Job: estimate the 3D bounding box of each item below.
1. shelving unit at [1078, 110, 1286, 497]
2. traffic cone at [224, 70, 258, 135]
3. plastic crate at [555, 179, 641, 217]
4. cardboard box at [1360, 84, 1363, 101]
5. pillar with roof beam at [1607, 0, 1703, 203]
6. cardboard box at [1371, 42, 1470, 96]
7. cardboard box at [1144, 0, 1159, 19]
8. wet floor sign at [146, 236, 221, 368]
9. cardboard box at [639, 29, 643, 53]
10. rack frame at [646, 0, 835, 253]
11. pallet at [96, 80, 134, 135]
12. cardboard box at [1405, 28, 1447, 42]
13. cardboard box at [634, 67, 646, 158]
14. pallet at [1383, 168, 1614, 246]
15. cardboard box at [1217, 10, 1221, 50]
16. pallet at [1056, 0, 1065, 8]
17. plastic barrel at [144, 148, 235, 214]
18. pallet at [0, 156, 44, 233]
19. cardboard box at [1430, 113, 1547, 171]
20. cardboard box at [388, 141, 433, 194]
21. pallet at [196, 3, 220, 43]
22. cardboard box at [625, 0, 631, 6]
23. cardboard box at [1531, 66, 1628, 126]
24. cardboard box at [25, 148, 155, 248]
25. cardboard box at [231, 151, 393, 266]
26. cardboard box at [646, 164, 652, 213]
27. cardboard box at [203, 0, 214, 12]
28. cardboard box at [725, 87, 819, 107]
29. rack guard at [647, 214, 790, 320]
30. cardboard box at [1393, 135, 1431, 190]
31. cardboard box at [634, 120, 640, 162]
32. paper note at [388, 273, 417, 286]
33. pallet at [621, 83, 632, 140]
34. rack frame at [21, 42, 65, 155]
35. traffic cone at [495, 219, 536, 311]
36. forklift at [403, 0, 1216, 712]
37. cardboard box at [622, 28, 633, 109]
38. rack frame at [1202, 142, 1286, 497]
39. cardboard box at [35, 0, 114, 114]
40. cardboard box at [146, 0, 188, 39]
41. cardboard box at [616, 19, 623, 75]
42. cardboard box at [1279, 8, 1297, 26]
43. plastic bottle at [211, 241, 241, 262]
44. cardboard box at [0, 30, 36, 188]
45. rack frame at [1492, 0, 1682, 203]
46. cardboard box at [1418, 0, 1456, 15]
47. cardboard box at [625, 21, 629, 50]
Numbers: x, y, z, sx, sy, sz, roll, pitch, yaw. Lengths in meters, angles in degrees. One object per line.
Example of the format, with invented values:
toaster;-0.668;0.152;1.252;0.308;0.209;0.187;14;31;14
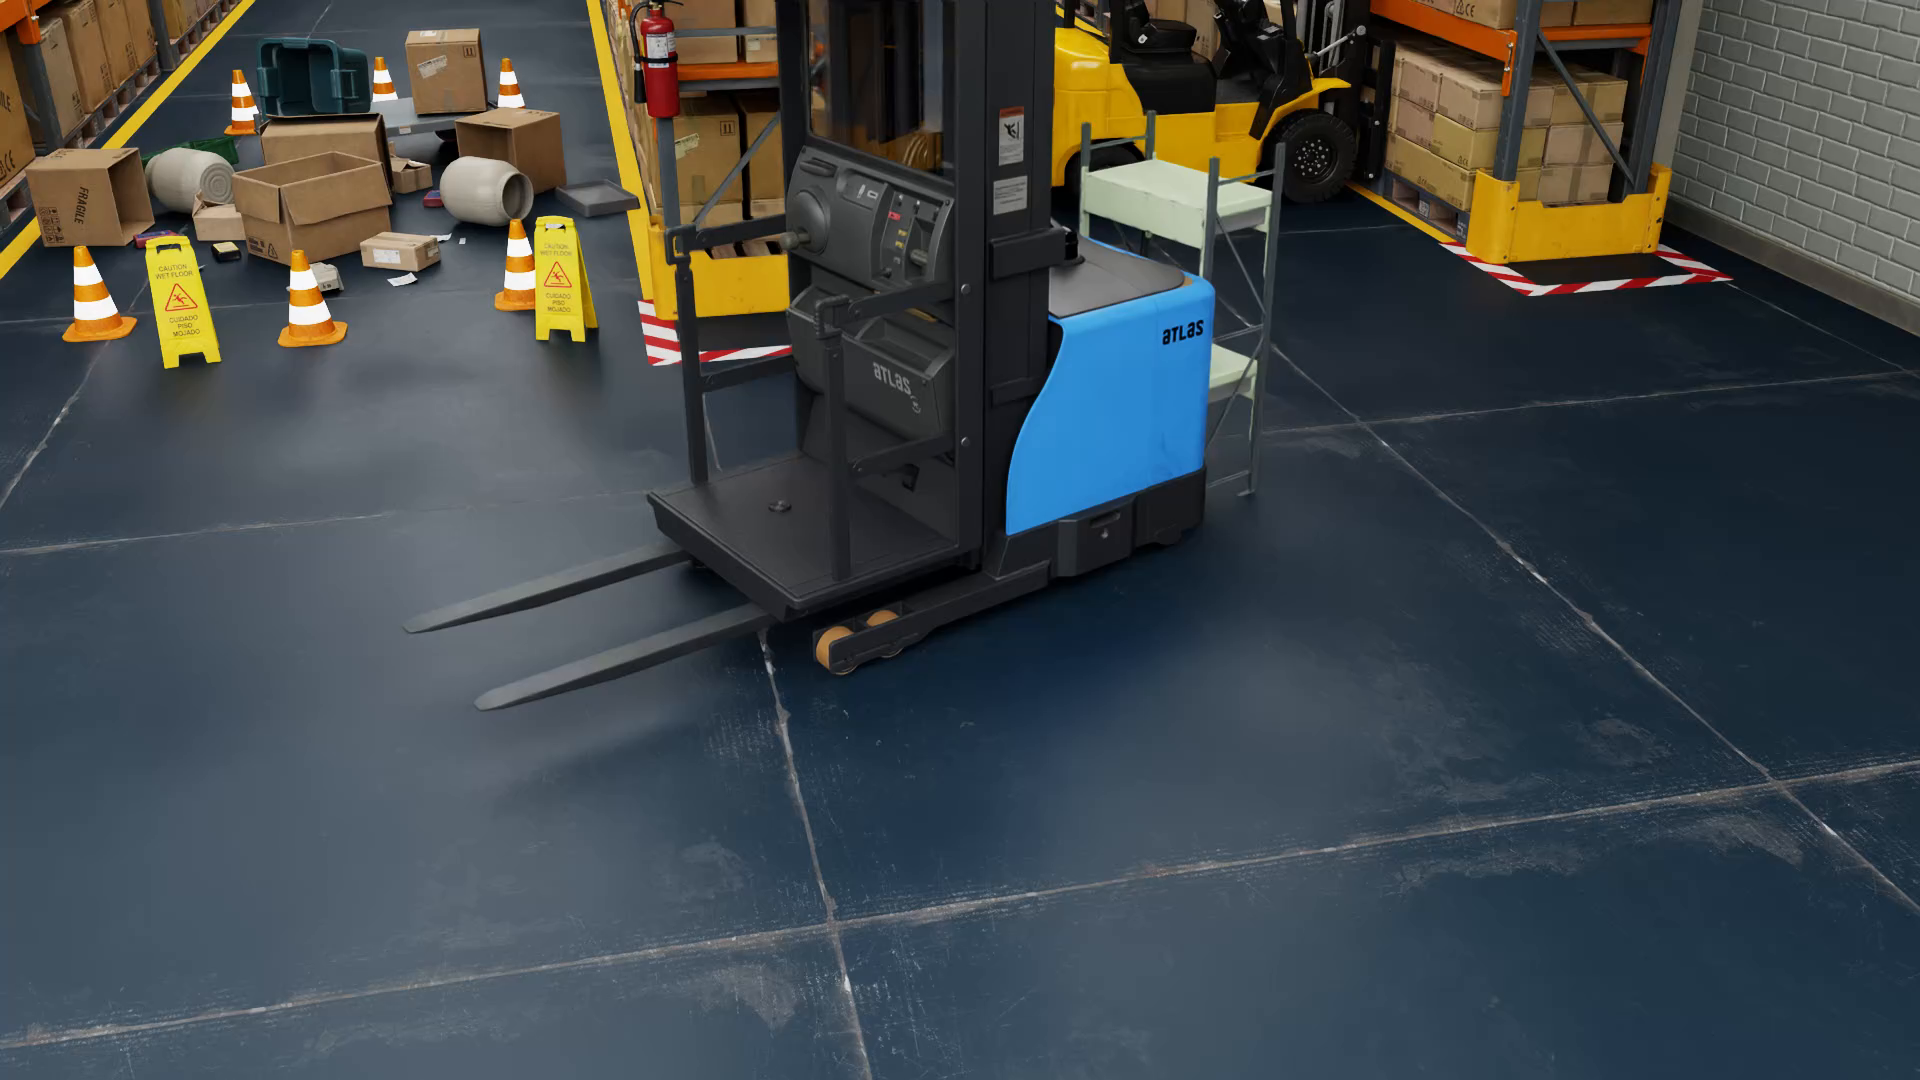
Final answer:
shelving unit;0.885;-0.957;6.982;0.431;1.500;0.755;-19;32;-33
traffic cone;-5.645;-3.461;13.093;0.336;0.463;0.334;-6;27;-12
plastic crate;-2.459;-2.322;11.262;0.402;0.080;0.583;-16;31;-29
cardboard box;2.960;-3.179;11.749;0.500;0.250;0.500;-6;27;-12
pillar with roof beam;0.250;-5.786;8.226;9.100;9.000;0.400;-6;27;-12
cardboard box;3.071;-3.169;11.175;0.500;0.250;0.500;-6;27;-11
cardboard box;2.202;-5.226;15.944;0.875;0.625;0.625;-5;27;-10
wet floor sign;-3.977;-1.232;8.475;0.267;0.644;0.232;-11;29;-20
cardboard box;-1.570;-2.772;9.192;0.380;0.149;0.250;-6;27;-12
rack frame;-1.112;-2.642;8.656;1.000;3.000;0.127;-6;27;-12
pallet;-7.340;-3.474;13.398;1.003;0.211;1.213;-6;27;-12
cardboard box;3.472;-3.450;11.731;0.500;0.250;0.500;-6;27;-13
cardboard box;-1.775;-2.713;10.549;0.500;0.500;0.500;-7;28;-13
pallet;3.510;-2.234;10.942;1.003;0.211;1.213;-6;27;-12
cardboard box;2.693;-4.259;14.028;0.875;0.625;0.625;-5;27;-9
pallet;1.517;-6.281;18.960;1.003;0.211;1.213;-6;27;-12
plastic barrel;-5.064;-2.359;10.953;0.512;0.421;0.421;13;30;24
pallet;-6.719;-2.264;11.002;1.003;0.211;1.213;-6;27;-12
cardboard box;3.308;-2.513;10.430;0.500;0.250;0.500;-6;27;-12
cardboard box;-3.921;-2.602;11.610;0.396;0.266;0.258;19;32;32
pallet;-8.161;-5.240;16.897;1.003;0.211;1.213;-6;27;-12
cardboard box;-1.976;-3.552;10.738;0.380;0.149;0.250;-6;27;-11
cardboard box;3.799;-2.784;10.413;0.500;0.250;0.500;-6;27;-12
cardboard box;-5.464;-2.159;10.470;0.500;0.500;0.500;-1;27;-3
cardboard box;-3.975;-2.042;10.236;0.637;0.503;0.797;19;32;32
cardboard box;-1.666;-2.158;10.282;0.500;0.250;0.500;-6;27;-11
cardboard box;-7.978;-5.684;16.991;0.500;0.500;0.500;-7;28;-13
cardboard box;-1.153;-2.558;10.243;0.500;0.500;0.500;-7;28;-14
rack guard;-1.130;-1.559;9.285;1.175;0.500;0.348;-6;27;-12
cardboard box;3.206;-2.501;10.962;0.500;0.250;0.500;-6;27;-12
cardboard box;-2.013;-2.838;11.630;0.500;0.250;0.500;-4;27;-9
paper note;-3.265;-1.529;9.746;0.148;0.019;0.142;-16;31;-29
pallet;-2.191;-3.495;13.440;1.003;0.211;1.213;-6;27;-12
rack frame;-6.814;-3.851;11.051;1.000;3.000;0.127;-6;27;-12
traffic cone;-2.466;-1.567;9.342;0.336;0.463;0.334;-6;27;-12
forklift;-0.493;-1.106;5.689;3.031;2.935;1.130;-19;32;-32
cardboard box;-2.144;-3.406;11.923;0.500;0.500;0.500;-5;27;-9
rack frame;1.108;-0.826;6.723;0.400;1.500;0.023;-19;32;-33
cardboard box;-7.255;-3.721;12.825;1.050;0.750;0.750;-6;27;-12
cardboard box;-7.626;-5.015;15.665;0.500;0.500;0.500;-7;28;-14
cardboard box;-2.458;-4.263;14.317;0.950;0.372;0.625;-5;27;-10
cardboard box;2.730;-3.840;12.505;0.500;0.250;0.500;-6;27;-12
plastic bottle;-4.512;-1.777;10.204;0.133;0.061;0.283;-16;31;-29
cardboard box;-6.740;-2.807;10.874;0.875;0.875;0.875;-6;27;-11
rack frame;3.723;-3.148;9.657;1.000;3.000;0.127;-6;27;-12
cardboard box;3.248;-3.610;10.463;0.500;0.500;0.500;-5;27;-10
cardboard box;-2.057;-3.410;11.209;0.380;0.149;0.250;-5;27;-10
